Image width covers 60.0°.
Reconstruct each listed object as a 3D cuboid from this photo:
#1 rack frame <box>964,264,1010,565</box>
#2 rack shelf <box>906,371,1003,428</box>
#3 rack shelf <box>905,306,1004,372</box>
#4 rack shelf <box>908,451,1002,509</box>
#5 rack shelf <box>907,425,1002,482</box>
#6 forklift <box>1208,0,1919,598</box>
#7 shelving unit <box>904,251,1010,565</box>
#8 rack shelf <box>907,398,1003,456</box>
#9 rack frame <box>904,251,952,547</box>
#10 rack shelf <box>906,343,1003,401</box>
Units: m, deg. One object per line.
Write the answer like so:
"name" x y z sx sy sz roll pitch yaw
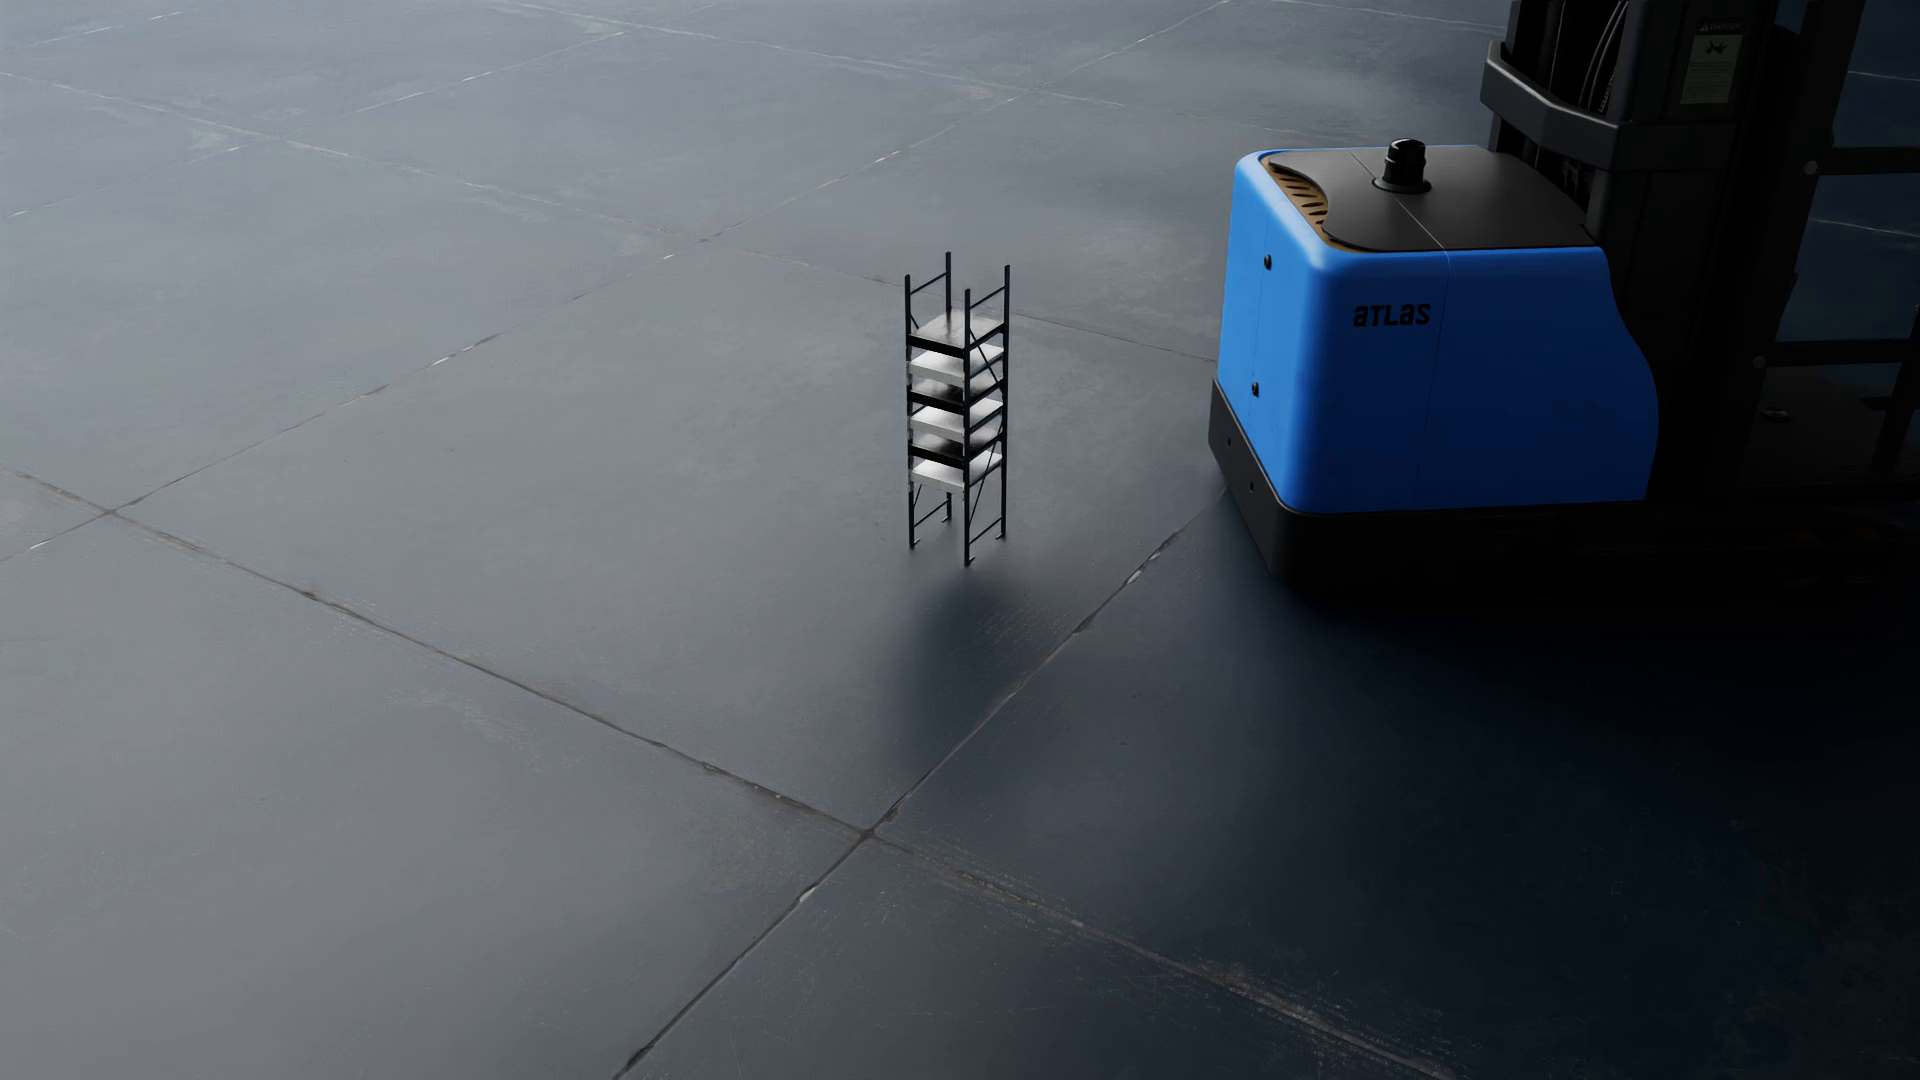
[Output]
"rack frame" 0.079 -0.364 4.980 0.006 0.900 0.240 18 35 27
"rack shelf" -0.007 -0.440 4.998 0.200 0.077 0.258 18 35 27
"rack shelf" -0.007 -0.595 4.908 0.200 0.077 0.258 18 35 27
"rack shelf" -0.007 -0.207 5.134 0.200 0.077 0.258 18 35 27
"rack shelf" -0.007 -0.284 5.089 0.200 0.077 0.258 18 35 27
"forklift" 2.393 -1.389 4.723 3.031 2.935 1.130 -3 30 -4
"shelving unit" -0.007 -0.391 5.027 0.210 0.900 0.258 18 35 27
"rack shelf" -0.007 -0.362 5.044 0.200 0.077 0.258 18 35 27
"rack frame" -0.093 -0.418 5.074 0.006 0.900 0.240 18 35 27
"rack shelf" -0.007 -0.518 4.953 0.200 0.077 0.258 18 35 27
